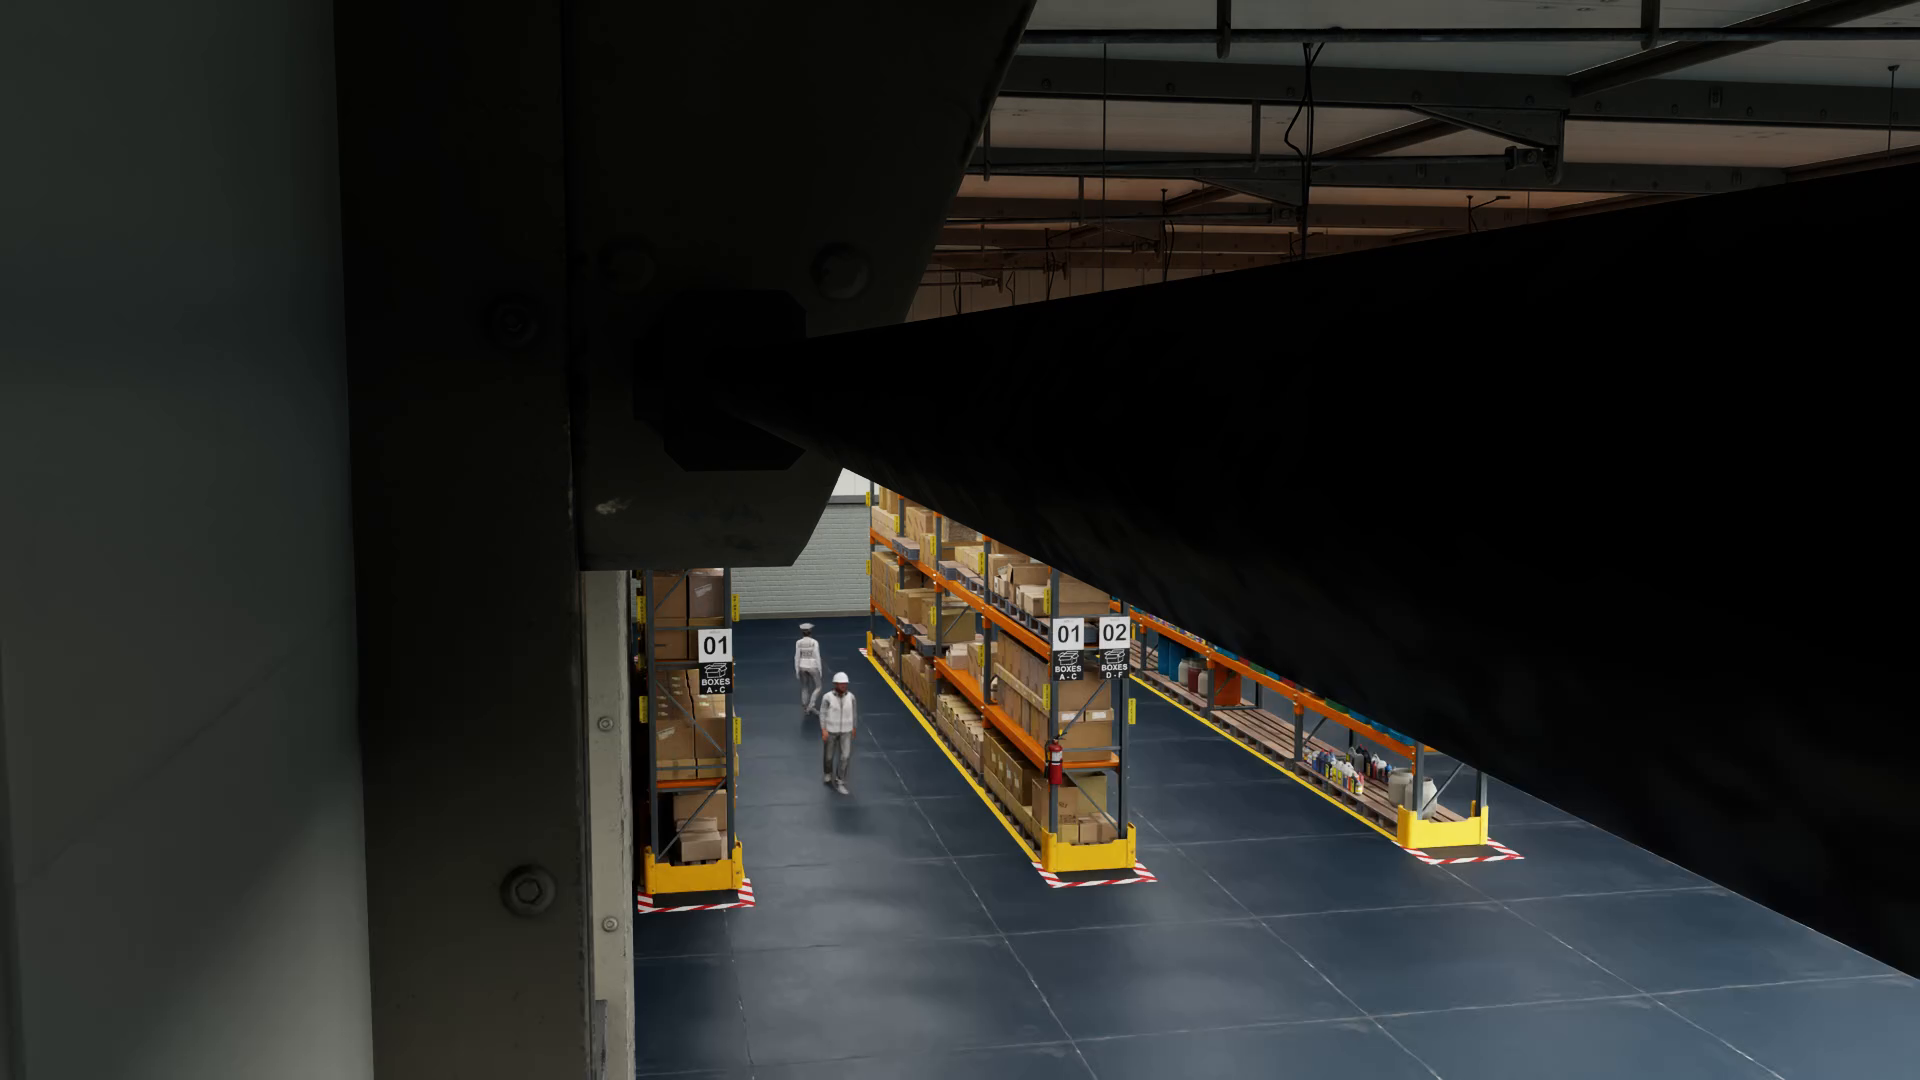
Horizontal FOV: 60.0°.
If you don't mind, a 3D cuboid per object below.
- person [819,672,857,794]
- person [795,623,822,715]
[{"bbox_3d":[-1.818,2.873,24.974,0.615,1.775,0.760,-2,6,-20],"label":"person"},{"bbox_3d":[-2.760,2.359,30.137,0.515,1.675,0.480,2,6,19],"label":"person"}]
